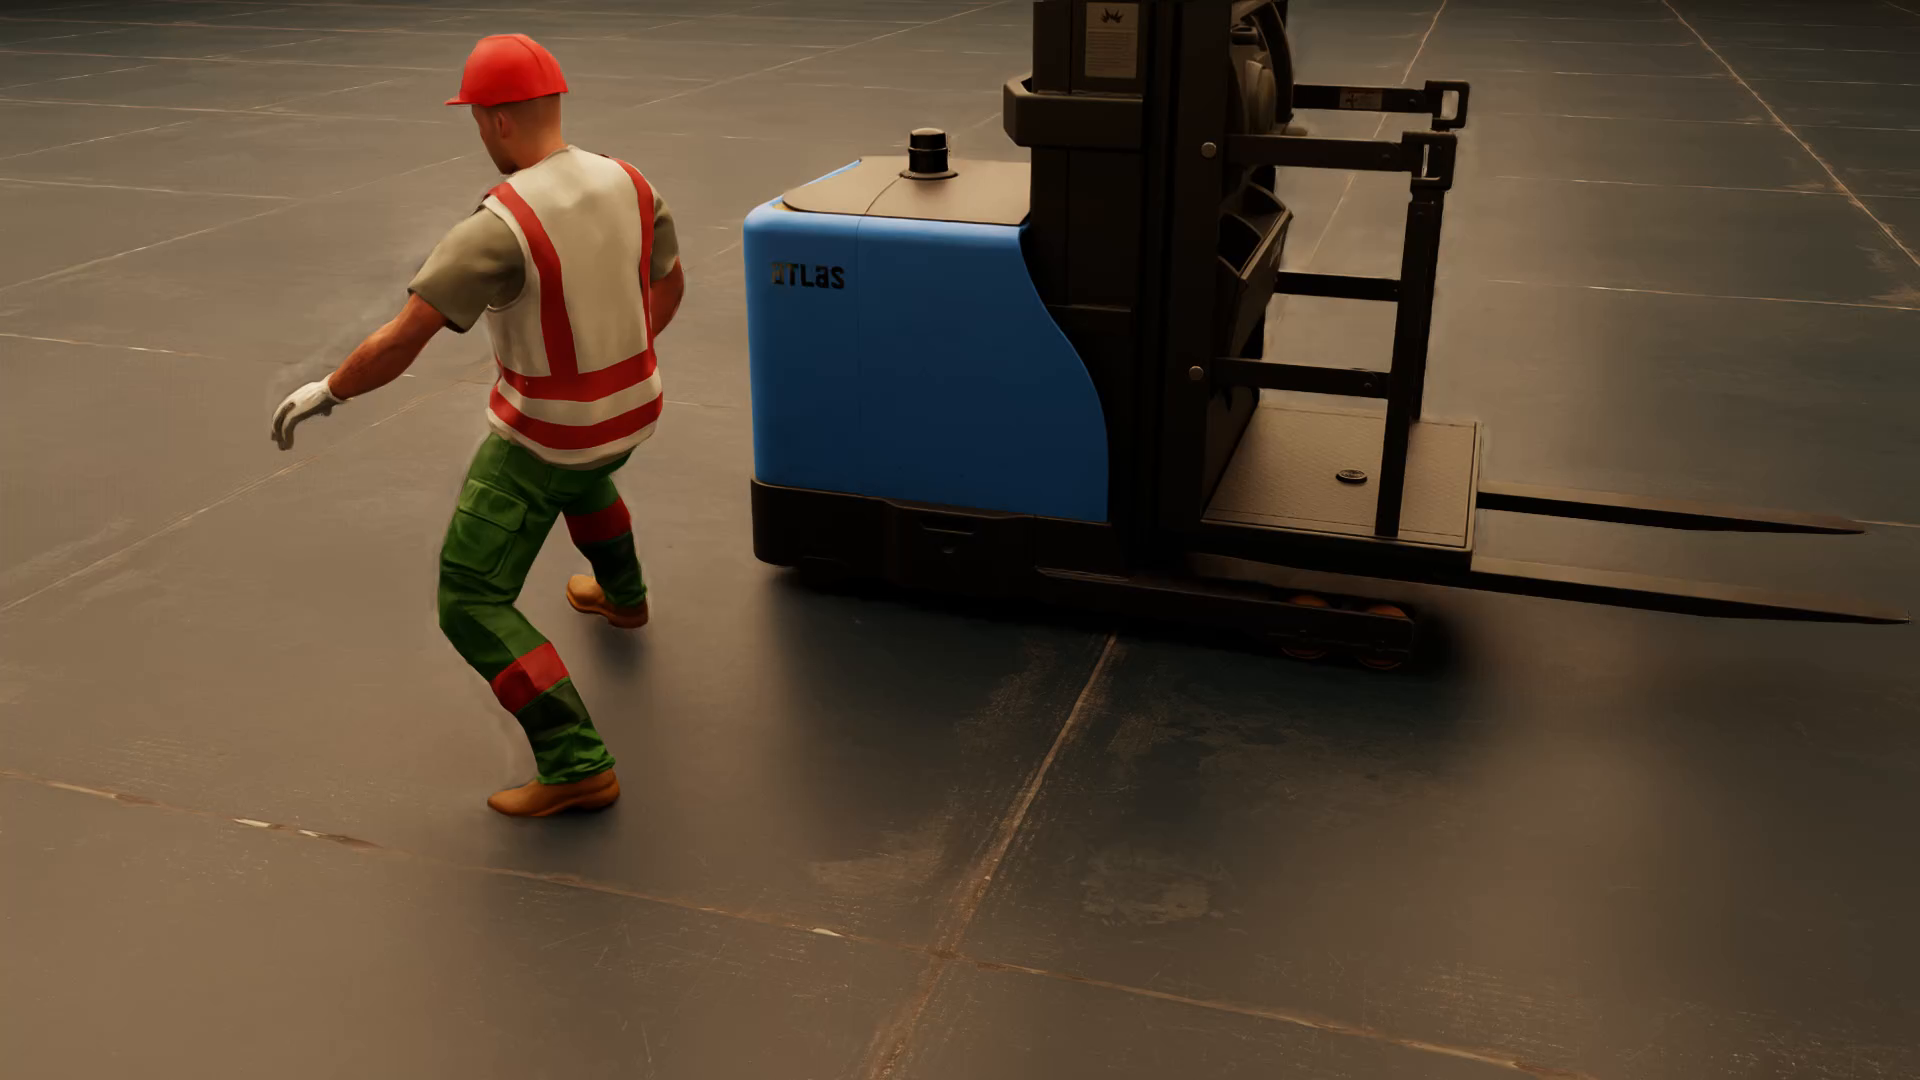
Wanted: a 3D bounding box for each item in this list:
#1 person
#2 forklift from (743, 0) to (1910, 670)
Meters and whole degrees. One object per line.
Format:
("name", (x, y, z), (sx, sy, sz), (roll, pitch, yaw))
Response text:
("person", (-0.979, -0.300, 3.778), (0.833, 1.636, 1.009), (14, 26, 31))
("forklift", (0.975, -1.246, 4.297), (3.031, 2.935, 1.130), (7, 23, 16))
